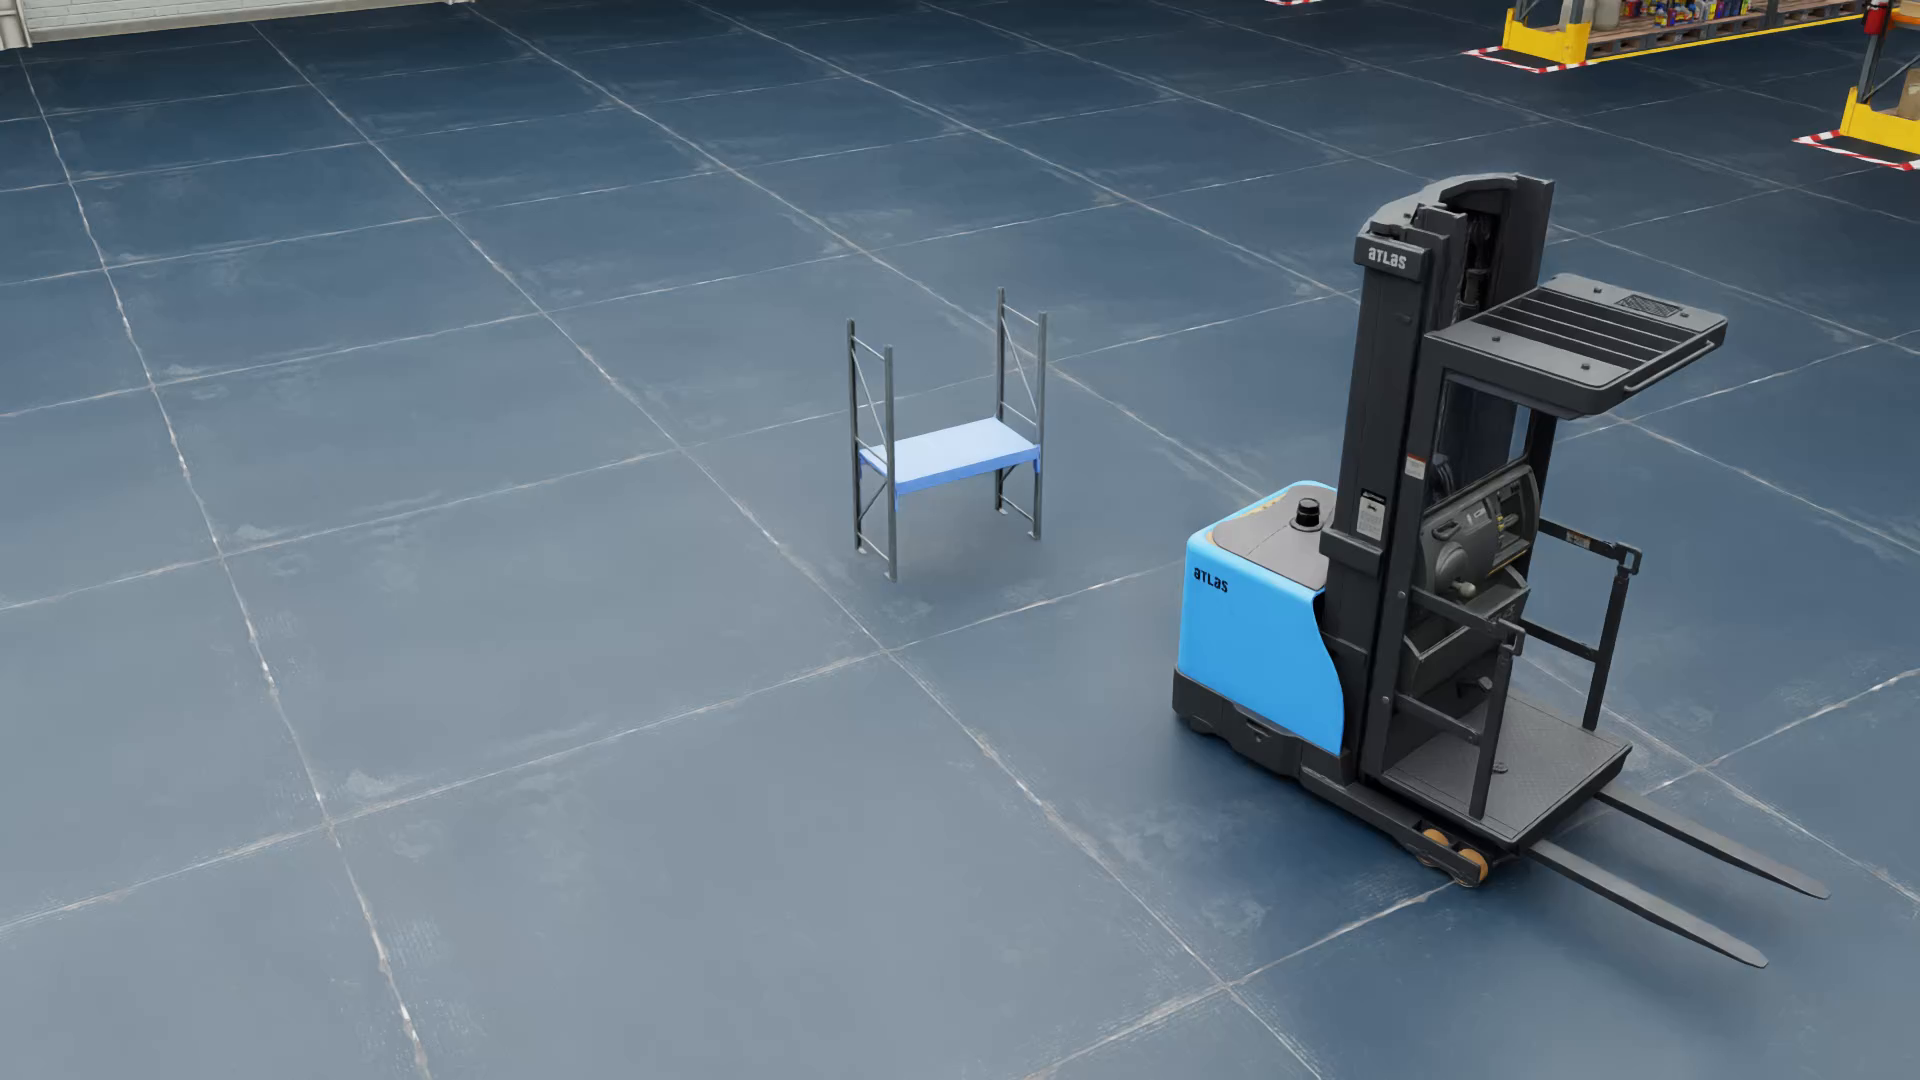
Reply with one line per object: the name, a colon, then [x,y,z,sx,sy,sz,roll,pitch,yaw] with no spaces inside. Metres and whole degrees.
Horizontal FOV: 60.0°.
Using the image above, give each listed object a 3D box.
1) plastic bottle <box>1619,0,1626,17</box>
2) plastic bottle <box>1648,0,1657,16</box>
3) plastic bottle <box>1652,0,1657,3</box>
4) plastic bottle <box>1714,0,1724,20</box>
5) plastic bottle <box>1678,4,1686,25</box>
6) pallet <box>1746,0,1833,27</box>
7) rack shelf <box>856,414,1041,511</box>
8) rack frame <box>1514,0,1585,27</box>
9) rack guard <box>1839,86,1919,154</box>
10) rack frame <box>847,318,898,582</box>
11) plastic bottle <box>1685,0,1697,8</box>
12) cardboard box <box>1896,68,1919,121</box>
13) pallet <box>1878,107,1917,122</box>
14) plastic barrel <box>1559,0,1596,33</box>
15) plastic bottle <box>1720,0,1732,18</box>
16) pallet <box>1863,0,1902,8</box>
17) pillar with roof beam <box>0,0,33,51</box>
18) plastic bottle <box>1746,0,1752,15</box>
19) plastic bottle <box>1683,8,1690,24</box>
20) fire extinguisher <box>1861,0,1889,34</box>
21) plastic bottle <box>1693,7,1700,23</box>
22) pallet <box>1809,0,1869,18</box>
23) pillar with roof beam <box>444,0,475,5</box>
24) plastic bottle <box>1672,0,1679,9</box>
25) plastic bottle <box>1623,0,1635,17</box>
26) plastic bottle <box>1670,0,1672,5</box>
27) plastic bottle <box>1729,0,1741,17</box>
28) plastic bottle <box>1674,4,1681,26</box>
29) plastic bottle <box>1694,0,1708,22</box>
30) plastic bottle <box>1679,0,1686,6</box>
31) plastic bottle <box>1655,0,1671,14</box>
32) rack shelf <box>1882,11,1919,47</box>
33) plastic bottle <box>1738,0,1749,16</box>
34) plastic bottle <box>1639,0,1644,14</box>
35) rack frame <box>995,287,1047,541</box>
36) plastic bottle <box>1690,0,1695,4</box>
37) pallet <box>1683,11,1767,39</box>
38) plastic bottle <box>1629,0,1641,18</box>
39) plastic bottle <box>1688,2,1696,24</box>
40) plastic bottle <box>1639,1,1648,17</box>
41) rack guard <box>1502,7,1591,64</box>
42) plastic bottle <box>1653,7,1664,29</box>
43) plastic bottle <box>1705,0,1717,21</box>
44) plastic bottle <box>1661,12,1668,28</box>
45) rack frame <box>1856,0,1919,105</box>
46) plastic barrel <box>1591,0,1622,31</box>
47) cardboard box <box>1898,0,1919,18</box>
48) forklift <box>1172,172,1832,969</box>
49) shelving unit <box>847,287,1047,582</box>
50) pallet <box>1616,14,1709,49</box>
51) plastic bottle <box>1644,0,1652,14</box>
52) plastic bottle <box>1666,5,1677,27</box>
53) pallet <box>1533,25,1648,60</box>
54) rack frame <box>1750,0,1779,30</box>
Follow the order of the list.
plastic bottle: [9.113,-7.371,22.957,0.133,0.283,0.061,-15,32,-25]
plastic bottle: [9.612,-7.386,23.068,0.097,0.201,0.097,0,29,0]
plastic bottle: [9.674,-7.537,23.186,0.185,0.351,0.144,-16,33,-27]
plastic bottle: [10.415,-7.300,22.828,0.133,0.283,0.061,-14,32,-23]
plastic bottle: [9.763,-7.120,22.514,0.097,0.271,0.097,0,29,0]
pallet: [11.766,-7.666,24.021,1.213,0.211,1.003,-16,33,-26]
rack shelf: [-0.074,-0.478,10.035,1.000,0.185,0.538,-16,33,-26]
rack frame: [7.660,-7.700,21.195,0.127,3.000,1.000,-16,33,-26]
rack guard: [10.235,-4.560,18.094,0.348,0.500,1.175,-16,33,-26]
rack frame: [-0.512,-0.511,9.723,0.032,1.500,0.500,-16,33,-26]
plastic bottle: [10.276,-7.627,23.350,0.185,0.351,0.144,-16,33,-26]
cardboard box: [10.716,-4.872,18.224,0.500,0.500,0.500,-10,30,-17]
pallet: [10.953,-4.618,18.498,1.213,0.211,1.003,-16,33,-26]
plastic barrel: [8.189,-6.987,22.045,0.421,0.512,0.421,0,29,0]
plastic bottle: [10.534,-7.387,22.915,0.185,0.351,0.144,-18,33,-29]
pallet: [13.870,-8.263,25.103,1.213,0.211,1.003,-16,33,-26]
pillar with roof beam: [-10.532,-8.785,16.954,0.400,9.000,9.100,-16,33,-26]
plastic bottle: [10.954,-7.427,23.143,0.097,0.201,0.097,0,29,0]
plastic bottle: [9.849,-7.114,22.575,0.097,0.201,0.097,0,29,0]
fire extinguisher: [9.837,-5.766,17.772,0.183,0.674,0.296,-16,33,-26]
plastic bottle: [10.026,-7.164,22.666,0.097,0.201,0.097,0,29,0]
pallet: [12.819,-7.967,24.566,1.213,0.211,1.003,-16,33,-26]
pillar with roof beam: [-5.359,-10.254,19.615,0.400,9.000,9.100,-16,33,-26]
plastic bottle: [10.040,-7.641,23.375,0.185,0.351,0.144,-17,33,-28]
plastic bottle: [9.253,-7.382,22.984,0.135,0.276,0.152,-16,33,-26]
plastic bottle: [9.932,-7.554,23.301,0.097,0.271,0.097,0,29,0]
plastic bottle: [10.700,-7.434,23.000,0.185,0.351,0.144,-17,33,-28]
plastic bottle: [9.677,-7.096,22.469,0.097,0.271,0.097,0,29,0]
plastic bottle: [10.114,-7.237,22.721,0.135,0.276,0.152,-15,32,-25]
plastic bottle: [10.139,-7.566,23.322,0.097,0.271,0.097,0,29,0]
plastic bottle: [9.770,-7.448,23.104,0.135,0.276,0.152,-16,33,-26]
rack shelf: [11.894,-5.811,18.518,4.000,0.370,1.077,-16,33,-26]
plastic bottle: [10.861,-7.427,23.057,0.133,0.283,0.061,-14,32,-24]
plastic bottle: [9.372,-7.416,23.045,0.135,0.276,0.152,-17,33,-28]
rack frame: [0.365,-0.760,10.173,0.032,1.500,0.500,-16,33,-26]
plastic bottle: [10.059,-7.284,22.799,0.133,0.283,0.061,-16,33,-26]
pallet: [10.509,-7.311,23.377,1.213,0.211,1.003,-16,33,-26]
plastic bottle: [9.307,-7.341,22.902,0.133,0.283,0.061,-16,33,-26]
plastic bottle: [9.938,-7.170,22.604,0.097,0.271,0.097,0,29,0]
plastic bottle: [9.452,-7.336,22.978,0.097,0.201,0.097,0,29,0]
rack guard: [7.702,-6.643,21.869,0.348,0.500,1.175,-16,33,-26]
plastic bottle: [9.381,-7.012,22.317,0.097,0.271,0.097,0,29,0]
plastic bottle: [10.256,-7.308,22.772,0.185,0.351,0.144,-16,33,-27]
plastic bottle: [9.471,-7.006,22.380,0.097,0.201,0.097,0,29,0]
rack frame: [10.170,-5.636,17.457,0.127,3.000,1.000,-16,33,-26]
plastic barrel: [8.621,-7.110,22.267,0.421,0.512,0.421,0,29,0]
cardboard box: [10.311,-5.682,17.800,0.250,0.149,0.380,-16,33,-26]
forklift: [2.471,0.002,7.311,1.130,2.935,3.031,-24,37,-37]
shelving unit: [-0.074,-0.636,9.948,1.048,1.500,0.538,-16,33,-26]
pallet: [9.456,-7.010,22.832,1.213,0.211,1.003,-16,33,-26]
plastic bottle: [9.513,-7.491,23.104,0.185,0.351,0.144,-14,32,-24]
plastic bottle: [9.586,-7.065,22.401,0.133,0.283,0.061,-15,32,-26]
pallet: [8.405,-6.713,22.295,1.213,0.211,1.003,-16,33,-26]
rack frame: [11.109,-8.679,22.970,0.127,3.000,1.000,-16,33,-26]
